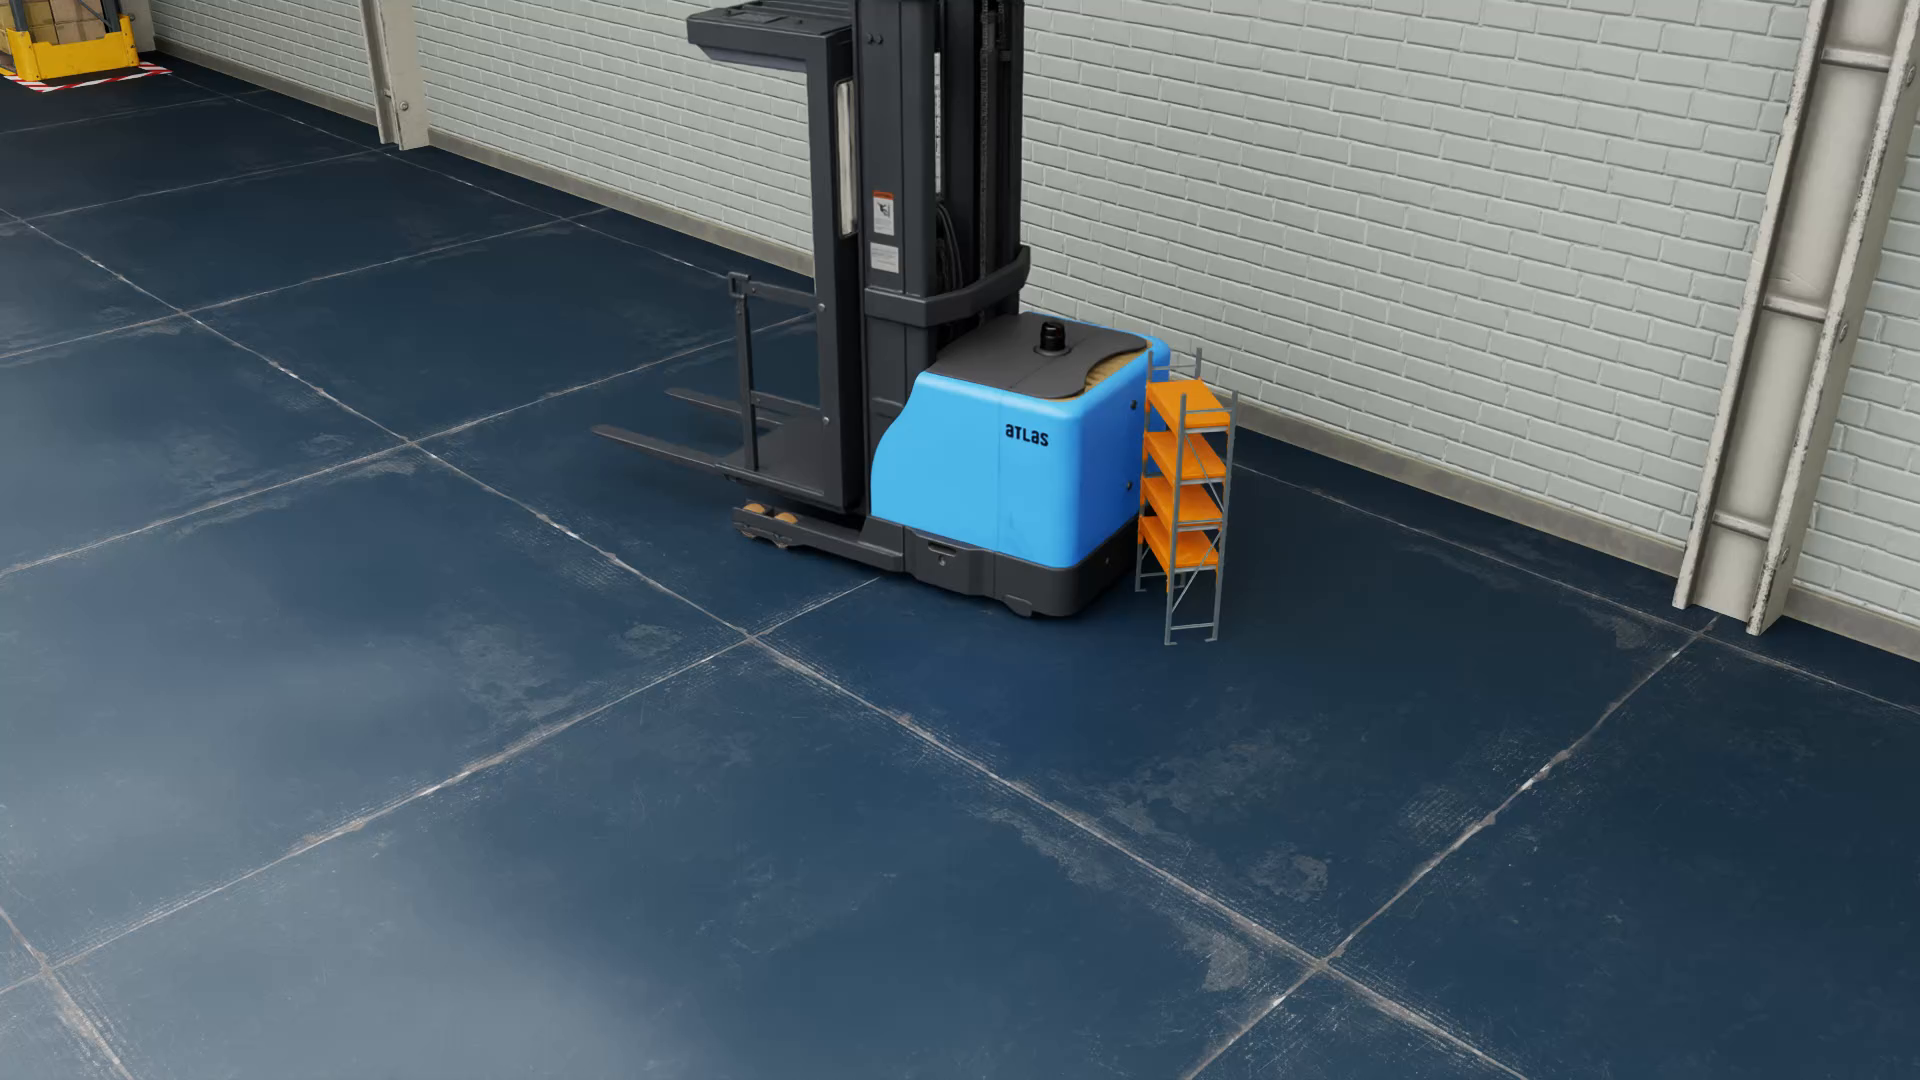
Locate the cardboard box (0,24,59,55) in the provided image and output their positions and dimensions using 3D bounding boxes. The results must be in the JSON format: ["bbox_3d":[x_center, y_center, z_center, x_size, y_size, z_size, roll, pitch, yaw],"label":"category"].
[{"bbox_3d":[-9.994,-5.377,17.756,0.500,0.250,0.500,25,37,39],"label":"cardboard box"}]

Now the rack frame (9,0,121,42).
[{"bbox_3d":[-15.431,-8.735,18.622,12.086,5.808,5.935,25,36,38],"label":"rack frame"}]

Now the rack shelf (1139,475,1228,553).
[{"bbox_3d":[0.982,-0.129,7.350,0.258,0.148,0.480,-5,28,-9],"label":"rack shelf"}]

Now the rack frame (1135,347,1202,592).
[{"bbox_3d":[0.939,-0.300,7.531,0.240,1.200,0.015,-5,28,-9],"label":"rack frame"}]

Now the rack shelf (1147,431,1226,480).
[{"bbox_3d":[0.982,-0.374,7.221,0.221,0.021,0.457,-5,28,-9],"label":"rack shelf"}]

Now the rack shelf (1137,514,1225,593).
[{"bbox_3d":[0.982,0.047,7.442,0.258,0.148,0.480,-5,28,-9],"label":"rack shelf"}]

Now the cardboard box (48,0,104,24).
[{"bbox_3d":[-9.627,-5.772,17.971,0.500,0.250,0.500,-25,36,-38],"label":"cardboard box"}]

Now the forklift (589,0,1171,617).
[{"bbox_3d":[-0.528,-1.452,7.862,3.031,2.935,1.130,16,32,28],"label":"forklift"}]

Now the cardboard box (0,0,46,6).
[{"bbox_3d":[-9.984,-5.818,17.520,0.500,0.250,0.500,-24,36,-38],"label":"cardboard box"}]

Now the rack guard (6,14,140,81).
[{"bbox_3d":[-9.420,-5.246,17.689,0.348,0.500,1.175,25,36,38],"label":"rack guard"}]

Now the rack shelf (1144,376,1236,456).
[{"bbox_3d":[0.982,-0.536,7.136,0.258,0.148,0.480,-5,28,-9],"label":"rack shelf"}]

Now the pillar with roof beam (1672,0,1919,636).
[{"bbox_3d":[0.515,-2.239,2.840,0.400,9.000,9.100,25,36,38],"label":"pillar with roof beam"}]

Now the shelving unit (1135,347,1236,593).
[{"bbox_3d":[0.981,-0.191,7.324,0.258,1.200,0.492,-5,28,-9],"label":"shelving unit"}]
